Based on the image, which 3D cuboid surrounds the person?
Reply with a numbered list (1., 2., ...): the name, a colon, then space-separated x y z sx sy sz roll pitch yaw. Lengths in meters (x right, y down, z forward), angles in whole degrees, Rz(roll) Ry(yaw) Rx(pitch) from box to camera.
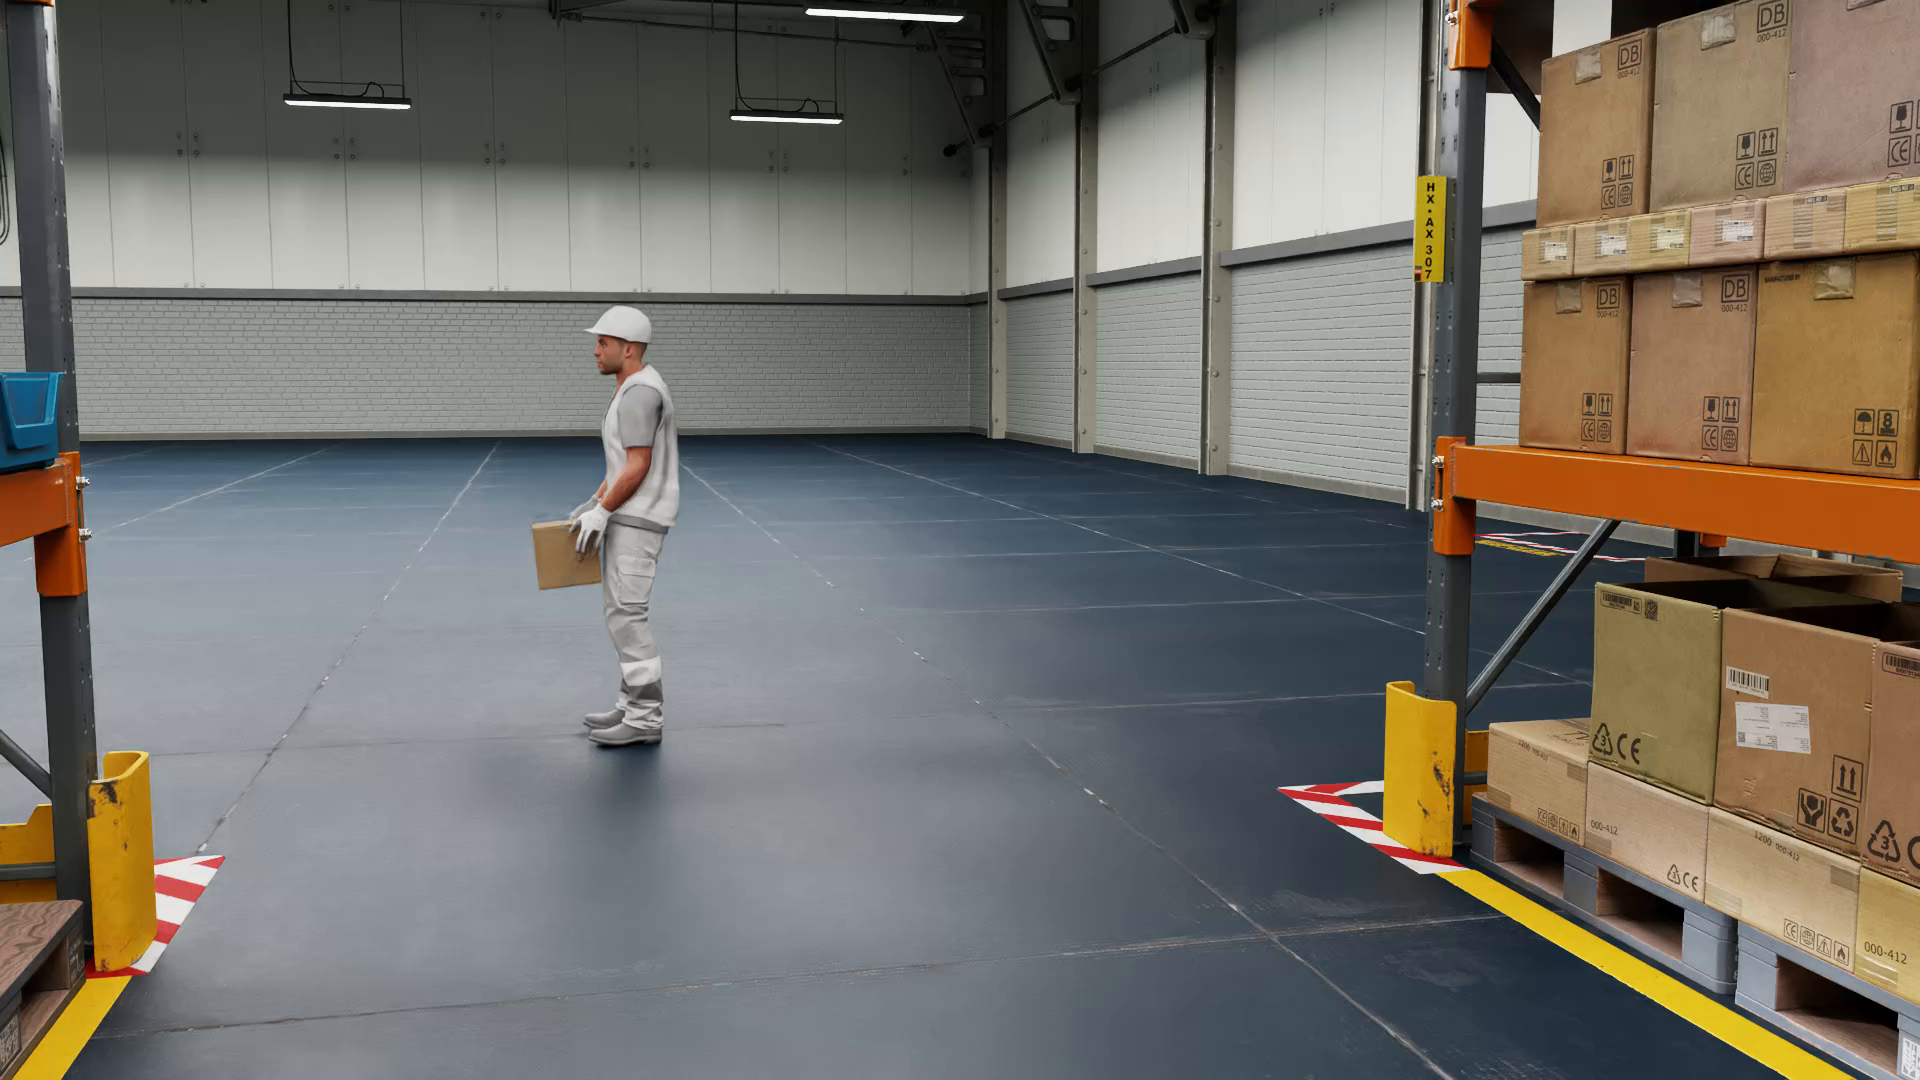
1. person: -1.386 -0.062 6.860 0.449 1.791 0.537 -2 6 -15
